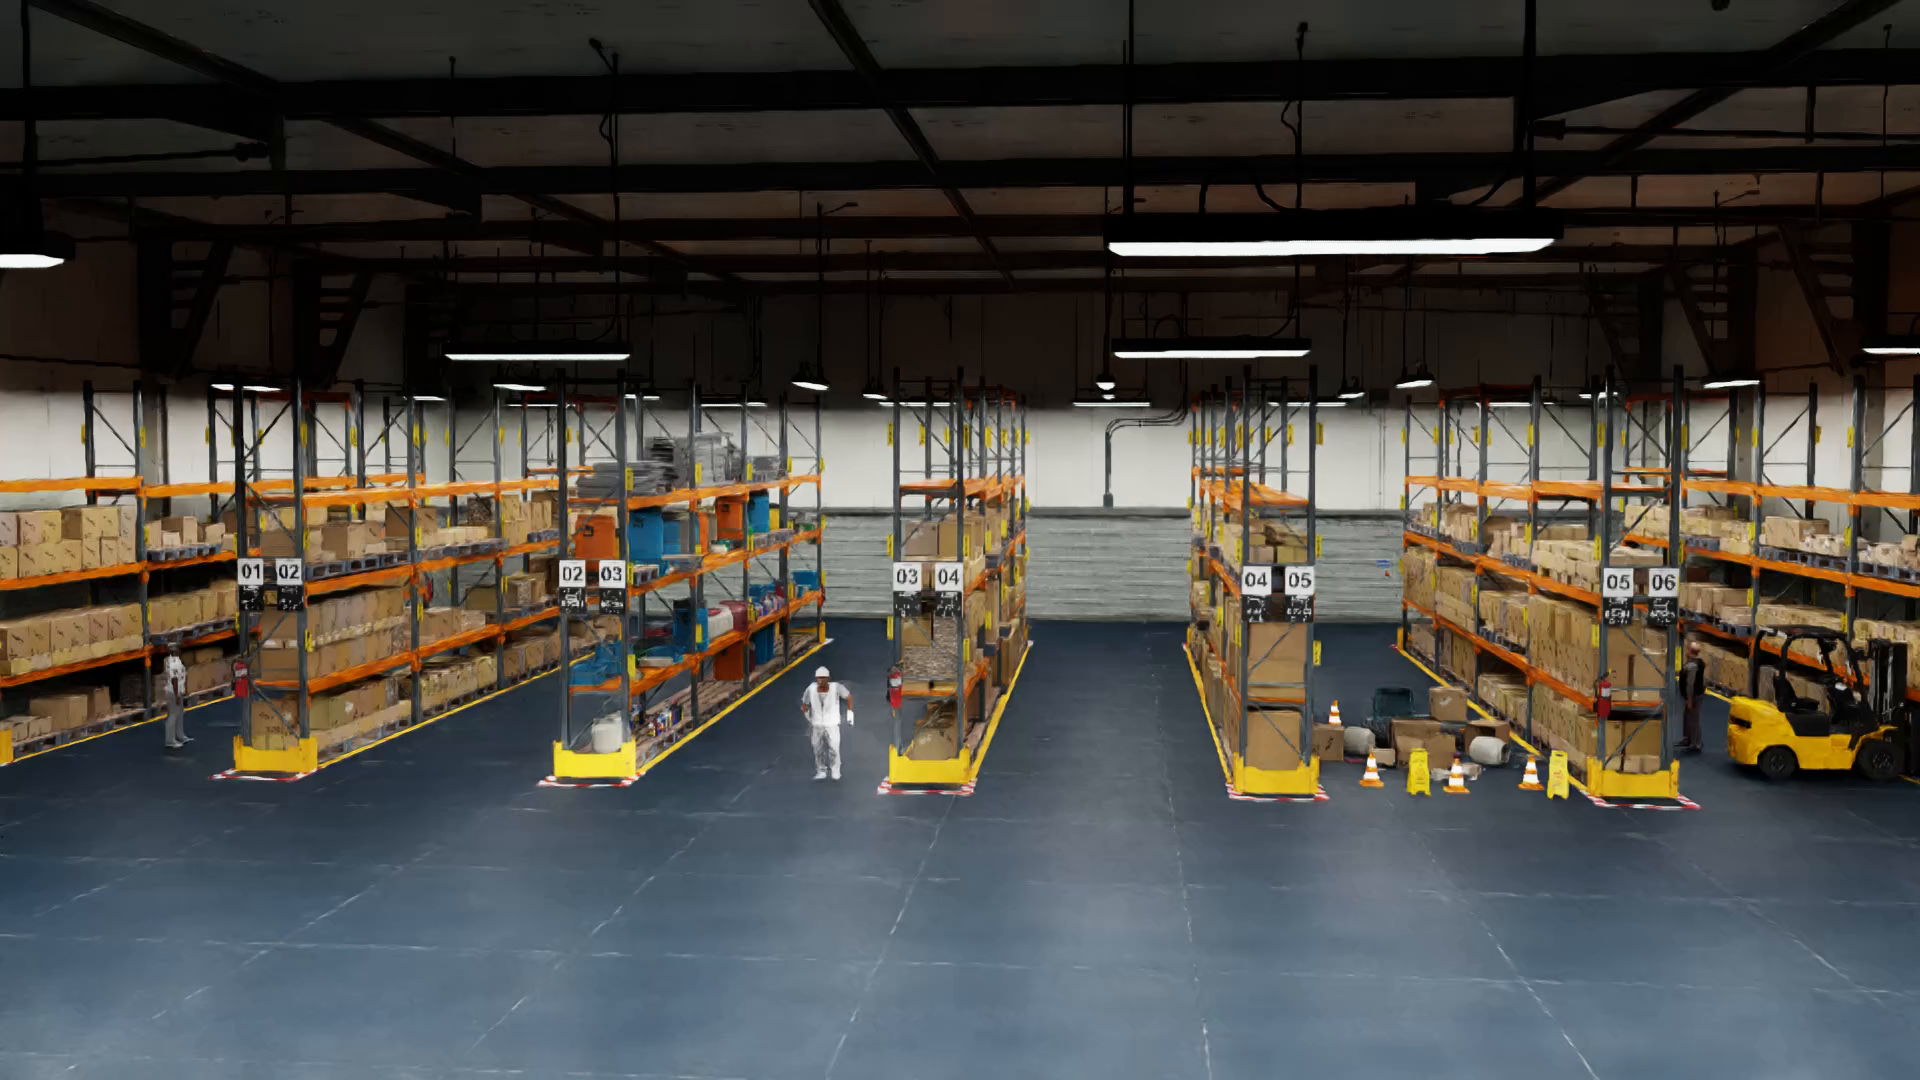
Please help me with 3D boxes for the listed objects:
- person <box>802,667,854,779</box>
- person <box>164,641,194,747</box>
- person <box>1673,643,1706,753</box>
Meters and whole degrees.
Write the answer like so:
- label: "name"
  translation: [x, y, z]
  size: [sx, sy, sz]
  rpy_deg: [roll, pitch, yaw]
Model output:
- label: "person"
  translation: [-1.936, 2.664, 24.050]
  size: [0.703, 1.707, 0.791]
  rpy_deg: [1, 4, 11]
- label: "person"
  translation: [-12.675, 2.480, 26.952]
  size: [0.422, 1.677, 0.502]
  rpy_deg: [-2, 4, -25]
- label: "person"
  translation: [11.577, 2.488, 26.404]
  size: [0.494, 1.725, 0.578]
  rpy_deg: [2, 4, 35]
